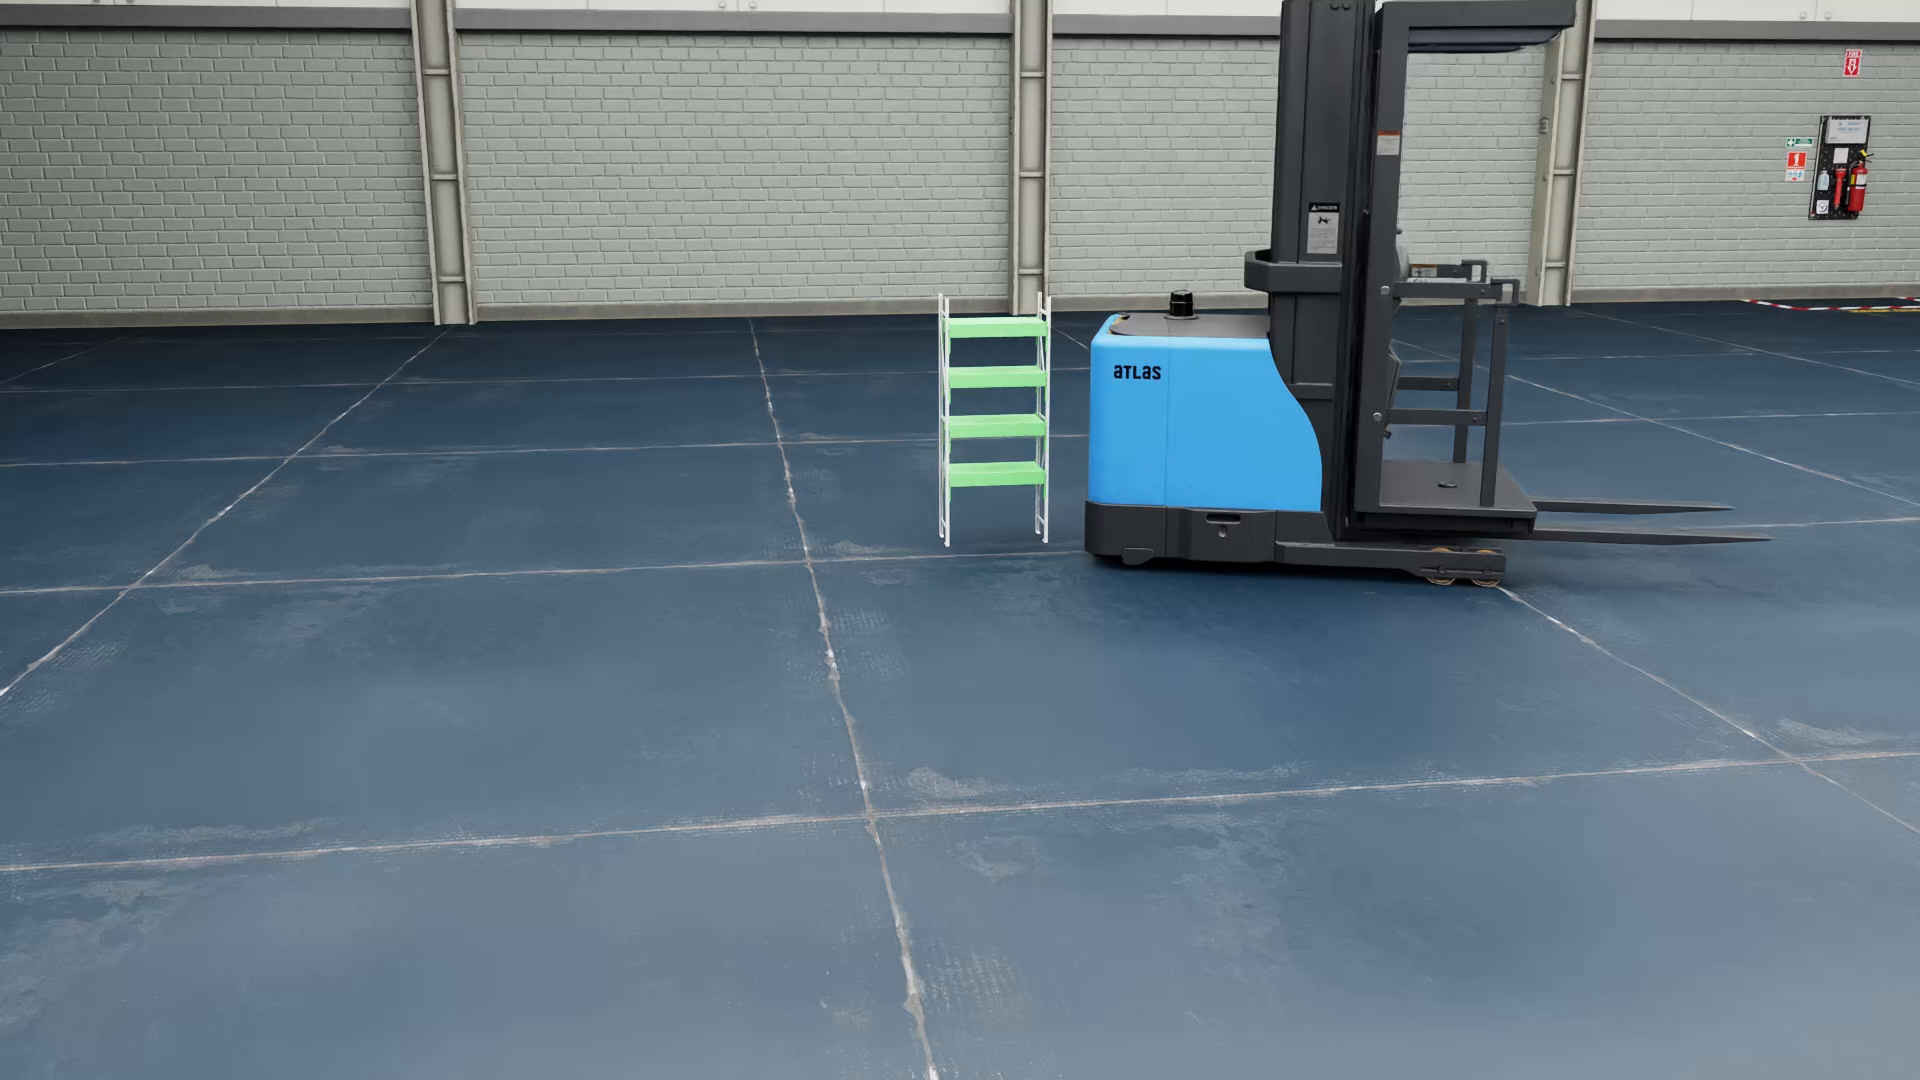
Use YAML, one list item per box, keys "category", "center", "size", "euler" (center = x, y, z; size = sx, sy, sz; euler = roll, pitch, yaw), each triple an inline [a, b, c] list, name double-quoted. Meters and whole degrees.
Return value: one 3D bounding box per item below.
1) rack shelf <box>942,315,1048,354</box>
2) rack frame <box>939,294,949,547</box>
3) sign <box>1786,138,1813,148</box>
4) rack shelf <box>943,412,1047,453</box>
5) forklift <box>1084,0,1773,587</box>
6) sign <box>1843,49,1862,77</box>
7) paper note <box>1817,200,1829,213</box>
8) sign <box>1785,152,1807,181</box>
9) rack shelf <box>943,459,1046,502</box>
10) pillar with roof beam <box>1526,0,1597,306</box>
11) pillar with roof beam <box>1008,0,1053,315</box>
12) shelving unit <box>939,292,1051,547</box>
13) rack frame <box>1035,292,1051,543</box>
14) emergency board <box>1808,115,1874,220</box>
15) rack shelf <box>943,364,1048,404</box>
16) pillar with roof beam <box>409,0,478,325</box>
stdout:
- category: "rack shelf"
  center: [0.164, -0.992, 7.999]
  size: [0.480, 0.148, 0.258]
  euler: [-2, 14, -8]
- category: "rack frame"
  center: [-0.078, -0.579, 8.065]
  size: [0.015, 1.200, 0.240]
  euler: [-2, 14, -8]
- category: "sign"
  center: [9.599, -4.543, 19.009]
  size: [0.331, 0.109, 0.001]
  euler: [-2, 14, -8]
- category: "rack shelf"
  center: [0.164, -0.526, 8.115]
  size: [0.480, 0.148, 0.258]
  euler: [-2, 14, -8]
- category: "forklift"
  center: [2.145, -1.351, 7.585]
  size: [3.031, 2.935, 1.130]
  euler: [2, 14, 9]
- category: "sign"
  center: [10.133, -5.414, 18.879]
  size: [0.199, 0.298, 0.001]
  euler: [-2, 14, -8]
- category: "paper note"
  center: [9.970, -3.849, 19.215]
  size: [0.142, 0.148, 0.016]
  euler: [-2, 14, -8]
- category: "sign"
  center: [9.593, -4.288, 19.081]
  size: [0.234, 0.329, 0.001]
  euler: [-2, 14, -8]
- category: "rack shelf"
  center: [0.164, -0.293, 8.174]
  size: [0.480, 0.148, 0.258]
  euler: [-2, 14, -8]
- category: "pillar with roof beam"
  center: [7.313, -6.004, 13.661]
  size: [0.400, 9.000, 9.100]
  euler: [-2, 14, -8]
- category: "pillar with roof beam"
  center: [1.380, -5.786, 12.794]
  size: [0.400, 9.000, 9.100]
  euler: [-2, 14, -8]
- category: "shelving unit"
  center: [0.164, -0.588, 8.100]
  size: [0.503, 1.200, 0.258]
  euler: [-2, 14, -8]
- category: "rack frame"
  center: [0.405, -0.597, 8.135]
  size: [0.015, 1.200, 0.240]
  euler: [-2, 14, -8]
- category: "emergency board"
  center: [10.155, -4.266, 19.067]
  size: [0.643, 1.169, 0.194]
  euler: [-2, 14, -8]
- category: "rack shelf"
  center: [0.164, -0.759, 8.057]
  size: [0.480, 0.148, 0.258]
  euler: [-2, 14, -8]
- category: "pillar with roof beam"
  center: [-4.553, -5.569, 11.927]
  size: [0.400, 9.000, 9.100]
  euler: [-2, 14, -8]
